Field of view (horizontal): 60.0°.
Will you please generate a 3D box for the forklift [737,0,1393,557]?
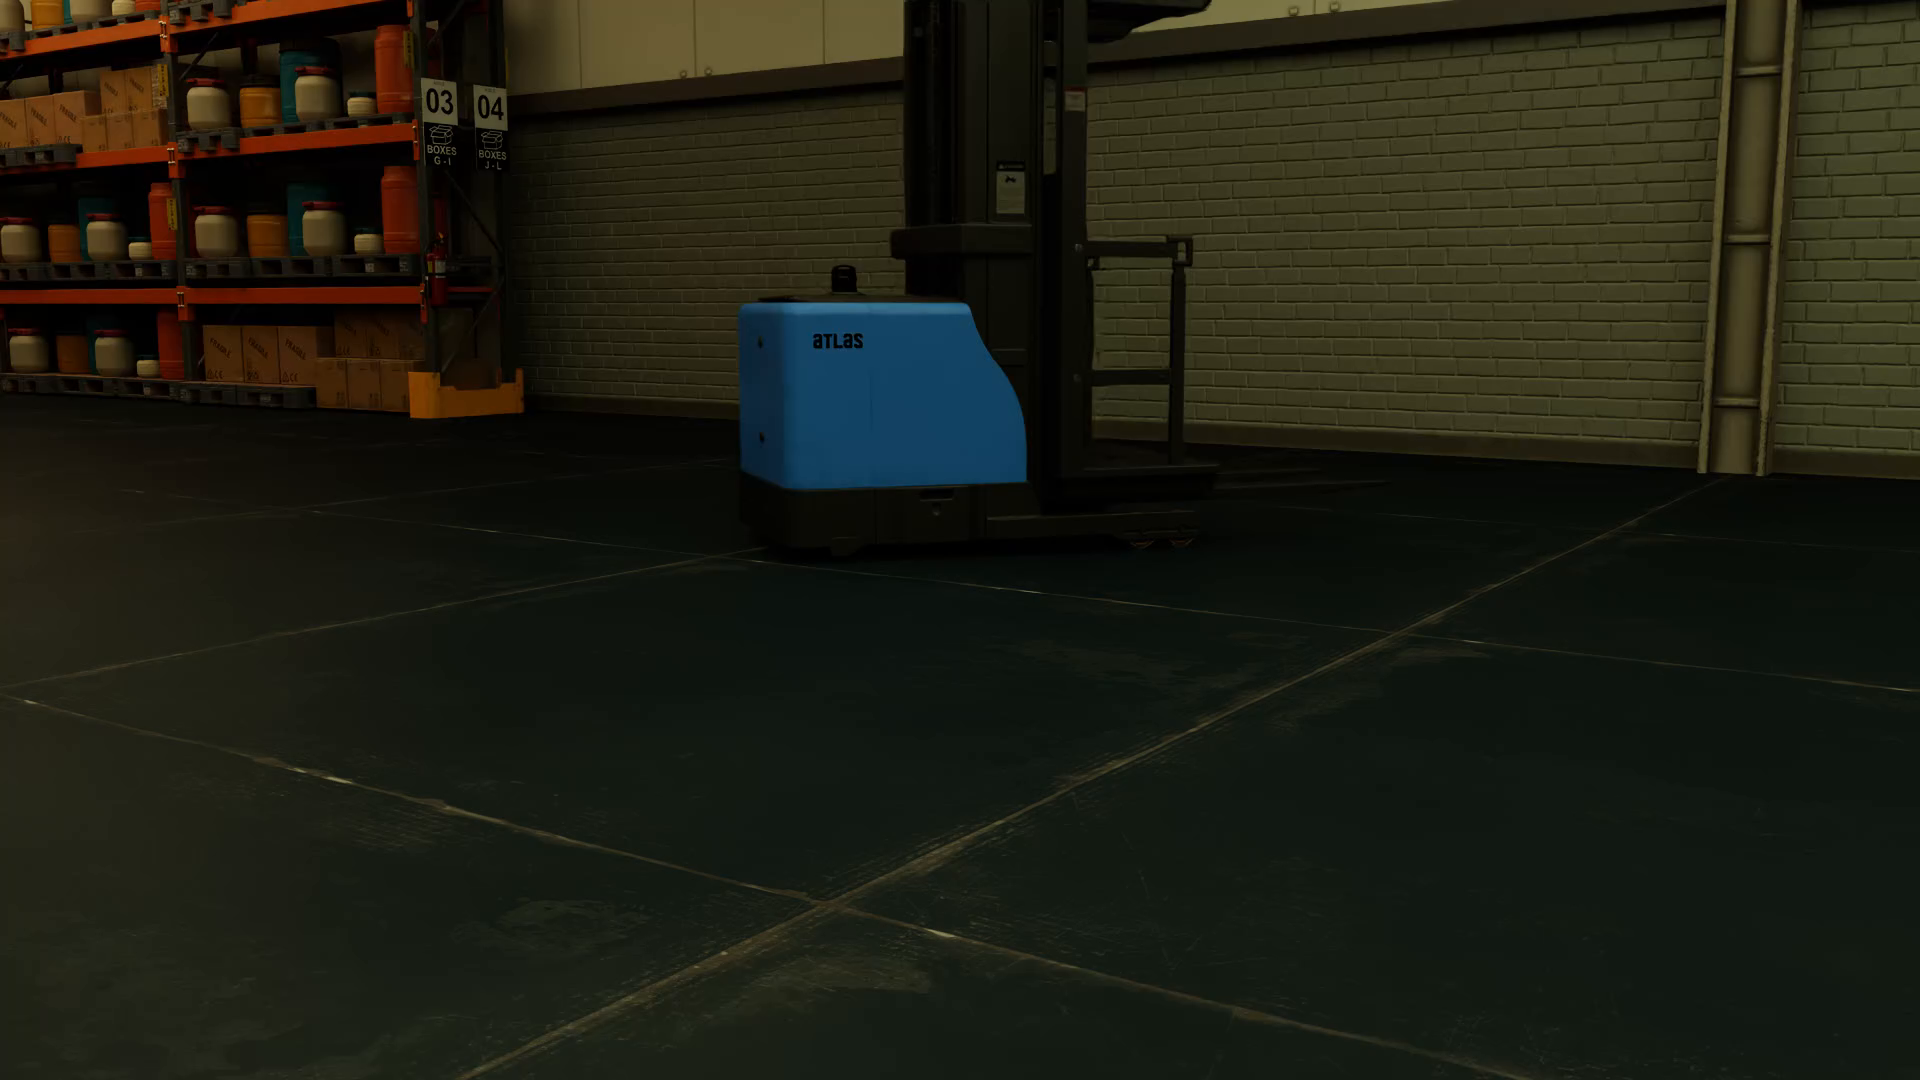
[{"bbox_3d":[0.542,-1.482,7.617,3.031,2.935,1.130,-3,9,-19],"label":"forklift"}]
